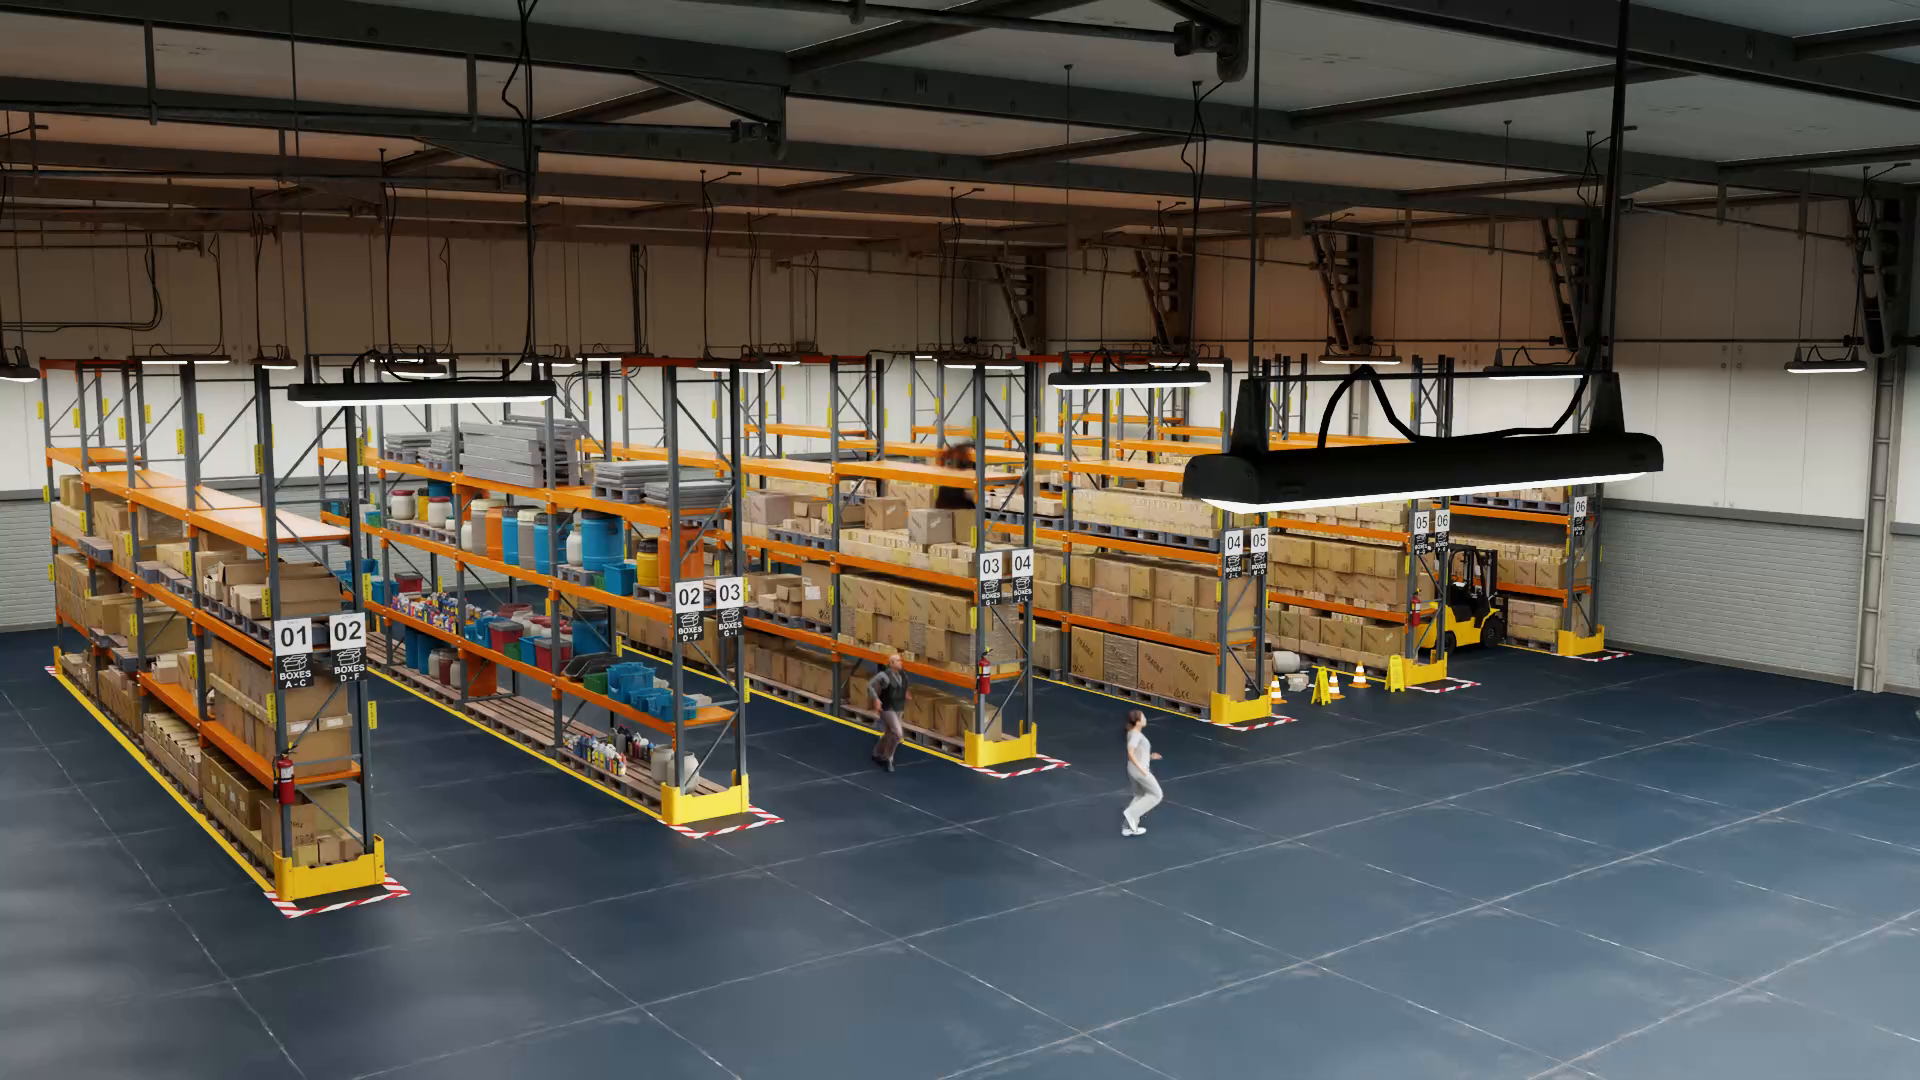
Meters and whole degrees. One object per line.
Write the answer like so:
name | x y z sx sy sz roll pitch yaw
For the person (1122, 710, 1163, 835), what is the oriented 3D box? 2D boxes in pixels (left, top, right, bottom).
person | 2.334 2.968 21.278 0.546 1.623 0.552 -1 7 -9

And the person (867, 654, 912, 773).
person | -1.014 2.557 24.634 0.738 1.749 0.638 6 9 40
